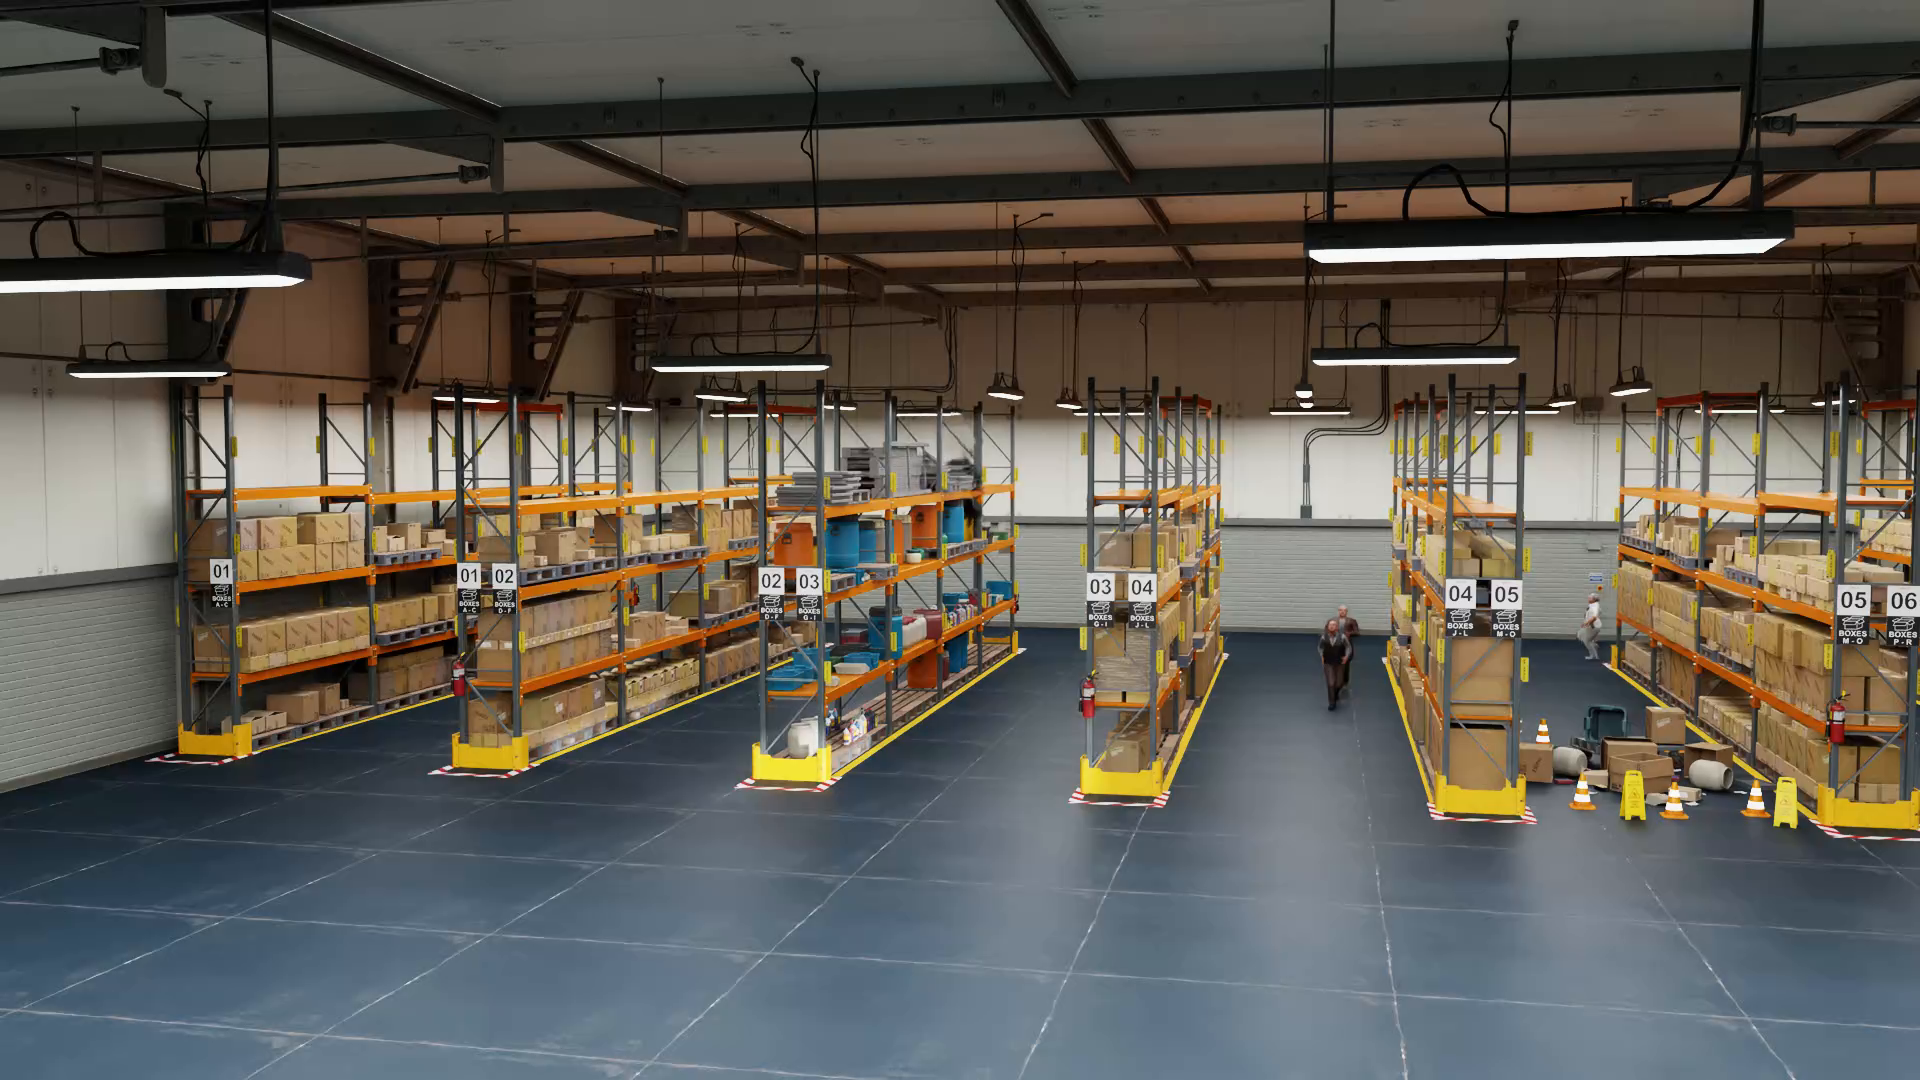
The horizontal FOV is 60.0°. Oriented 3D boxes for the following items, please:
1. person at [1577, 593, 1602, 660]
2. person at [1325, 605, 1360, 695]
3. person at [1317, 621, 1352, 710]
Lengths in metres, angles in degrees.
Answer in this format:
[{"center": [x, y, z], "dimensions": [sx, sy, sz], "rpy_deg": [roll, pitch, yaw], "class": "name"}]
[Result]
[{"center": [14.764, 2.025, 38.983], "dimensions": [0.535, 1.596, 0.639], "rpy_deg": [1, 3, 18], "class": "person"}, {"center": [7.723, 2.223, 33.622], "dimensions": [0.680, 1.836, 0.898], "rpy_deg": [1, 3, 11], "class": "person"}, {"center": [7.162, 2.386, 31.846], "dimensions": [0.660, 1.696, 0.558], "rpy_deg": [1, 3, 15], "class": "person"}]
